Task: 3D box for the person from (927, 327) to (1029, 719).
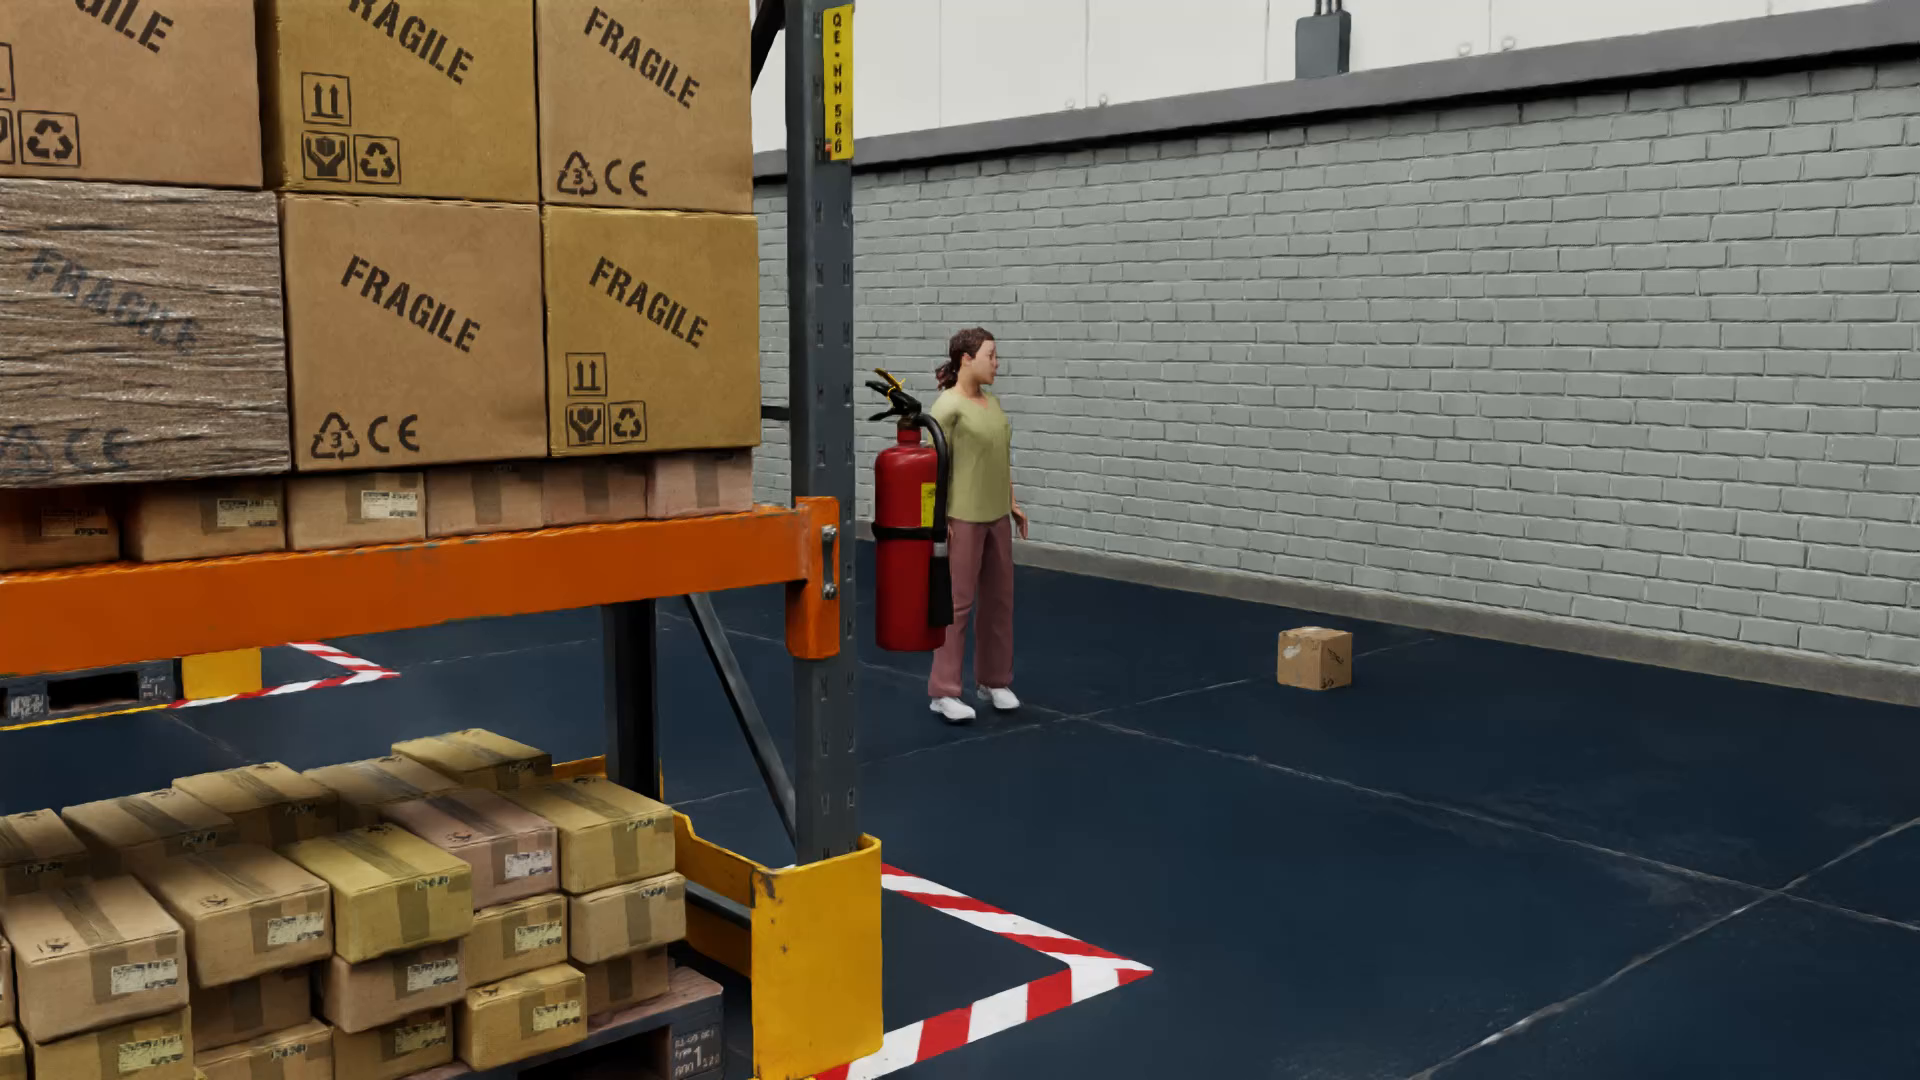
[{"bbox_3d":[0.085,0.042,7.251,0.345,1.431,0.494,6,10,39],"label":"person"}]
